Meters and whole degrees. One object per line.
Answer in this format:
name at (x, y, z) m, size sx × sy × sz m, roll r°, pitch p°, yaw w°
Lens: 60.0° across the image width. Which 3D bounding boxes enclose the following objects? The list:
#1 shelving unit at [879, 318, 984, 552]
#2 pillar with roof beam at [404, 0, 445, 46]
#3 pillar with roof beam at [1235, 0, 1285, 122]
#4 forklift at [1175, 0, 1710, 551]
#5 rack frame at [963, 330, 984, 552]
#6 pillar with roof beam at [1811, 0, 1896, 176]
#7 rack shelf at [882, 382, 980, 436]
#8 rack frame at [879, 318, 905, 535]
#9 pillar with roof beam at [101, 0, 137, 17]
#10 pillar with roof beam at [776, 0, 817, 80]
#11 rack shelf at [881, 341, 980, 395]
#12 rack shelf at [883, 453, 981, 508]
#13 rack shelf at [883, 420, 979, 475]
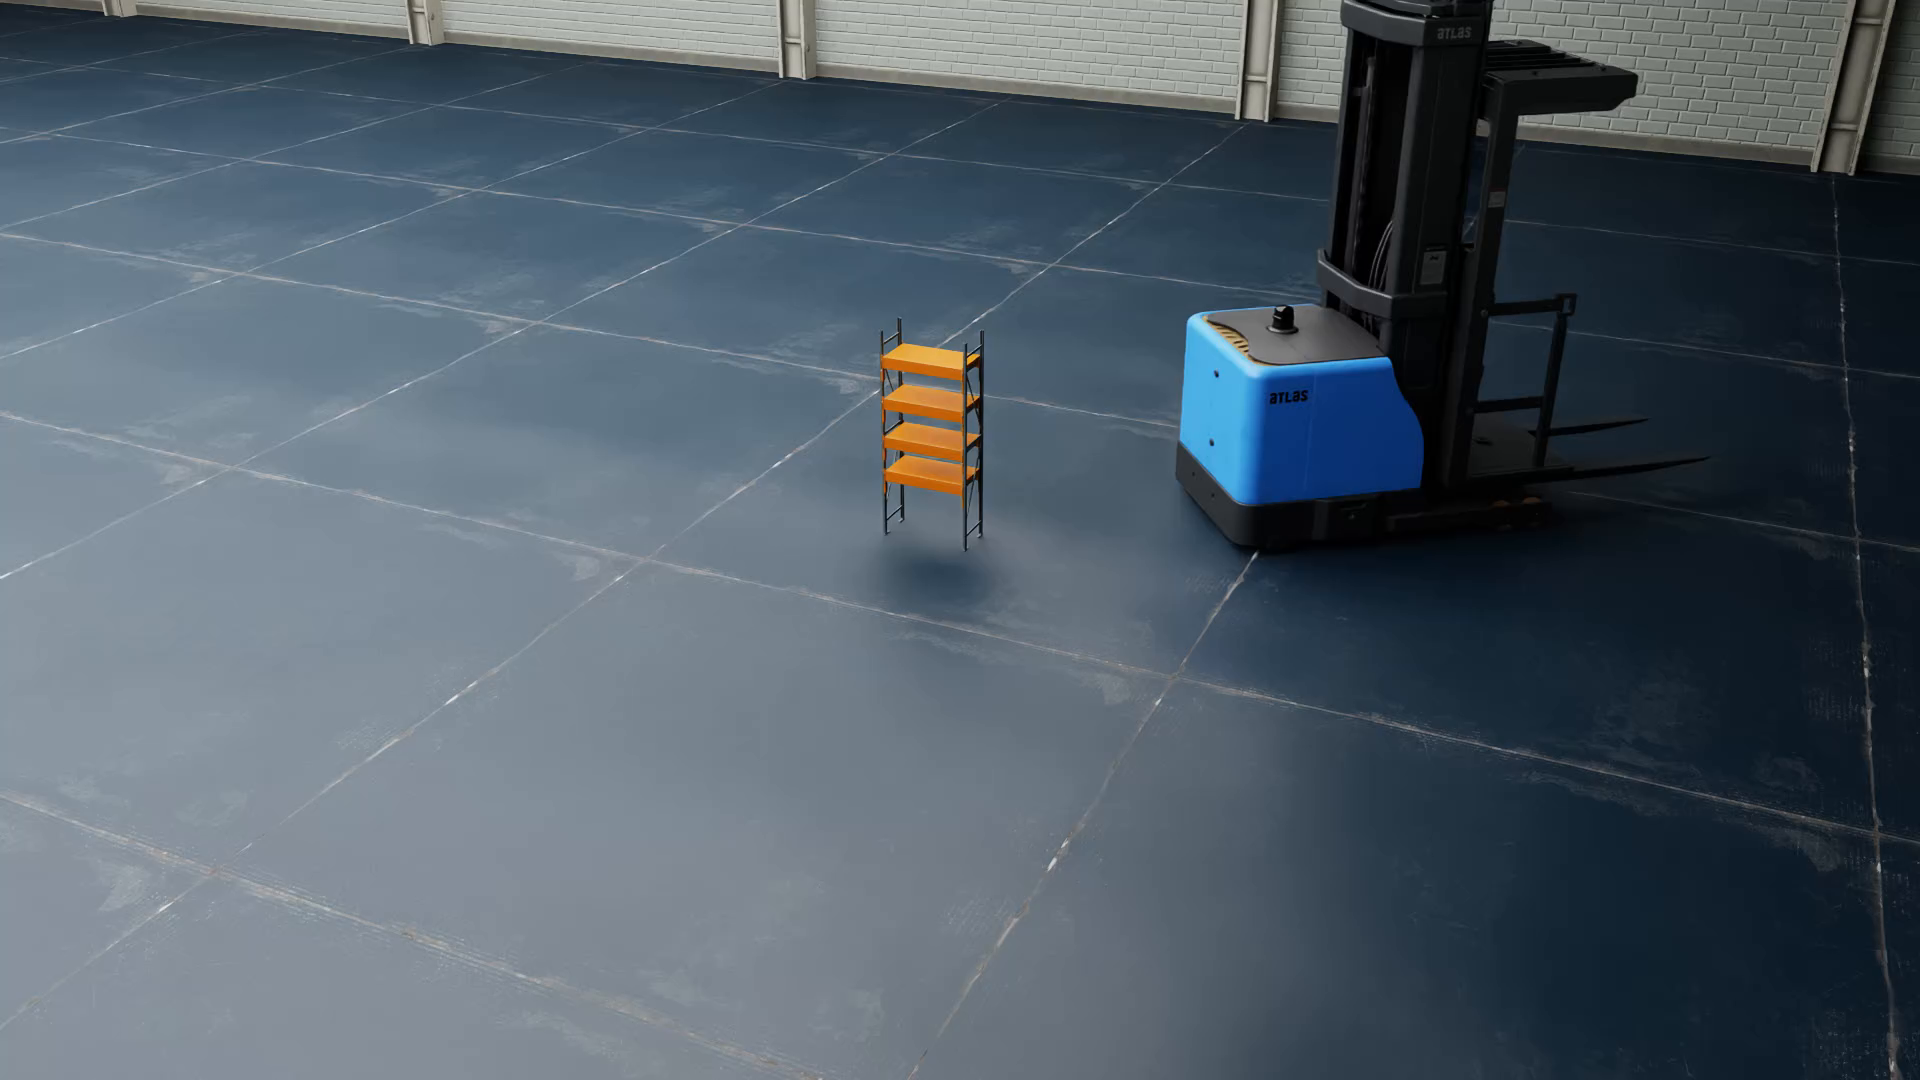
shelving unit at (-0.151, -0.569, 9.046) m, size 0.503 × 1.200 × 0.258 m, roll 11°, pitch 28°, yaw 22°
pillar with roof beam at (-9.316, -9.349, 18.051) m, size 0.400 × 9.000 × 9.100 m, roll 11°, pitch 28°, yaw 22°
pillar with roof beam at (1.607, -7.155, 13.594) m, size 0.400 × 9.000 × 9.100 m, roll 11°, pitch 28°, yaw 22°
forklift at (2.847, -1.589, 9.160) m, size 3.031 × 2.935 × 1.130 m, roll -6°, pitch 27°, yaw -12°
rack frame at (0.071, -0.524, 8.956) m, size 0.015 × 1.200 × 0.240 m, roll 11°, pitch 28°, yaw 22°
pillar with roof beam at (7.069, -6.058, 11.366) m, size 0.400 × 9.000 × 9.100 m, roll 11°, pitch 28°, yaw 22°
rack shelf at (-0.151, -0.709, 8.977) m, size 0.480 × 0.148 × 0.258 m, roll 11°, pitch 28°, yaw 22°
rack frame at (-0.373, -0.613, 9.137) m, size 0.015 × 1.200 × 0.240 m, roll 11°, pitch 28°, yaw 22°
pillar with roof beam at (-14.778, -10.446, 20.279) m, size 0.400 × 9.000 × 9.100 m, roll 11°, pitch 28°, yaw 22°
pillar with roof beam at (-3.855, -8.252, 15.823) m, size 0.400 × 9.000 × 9.100 m, roll 11°, pitch 28°, yaw 22°
rack shelf at (-0.151, -0.921, 8.873) m, size 0.480 × 0.148 × 0.258 m, roll 11°, pitch 28°, yaw 22°
rack shelf at (-0.151, -0.330, 9.164) m, size 0.480 × 0.148 × 0.258 m, roll 11°, pitch 28°, yaw 22°
rack shelf at (-0.151, -0.508, 9.076) m, size 0.480 × 0.148 × 0.258 m, roll 11°, pitch 28°, yaw 22°
